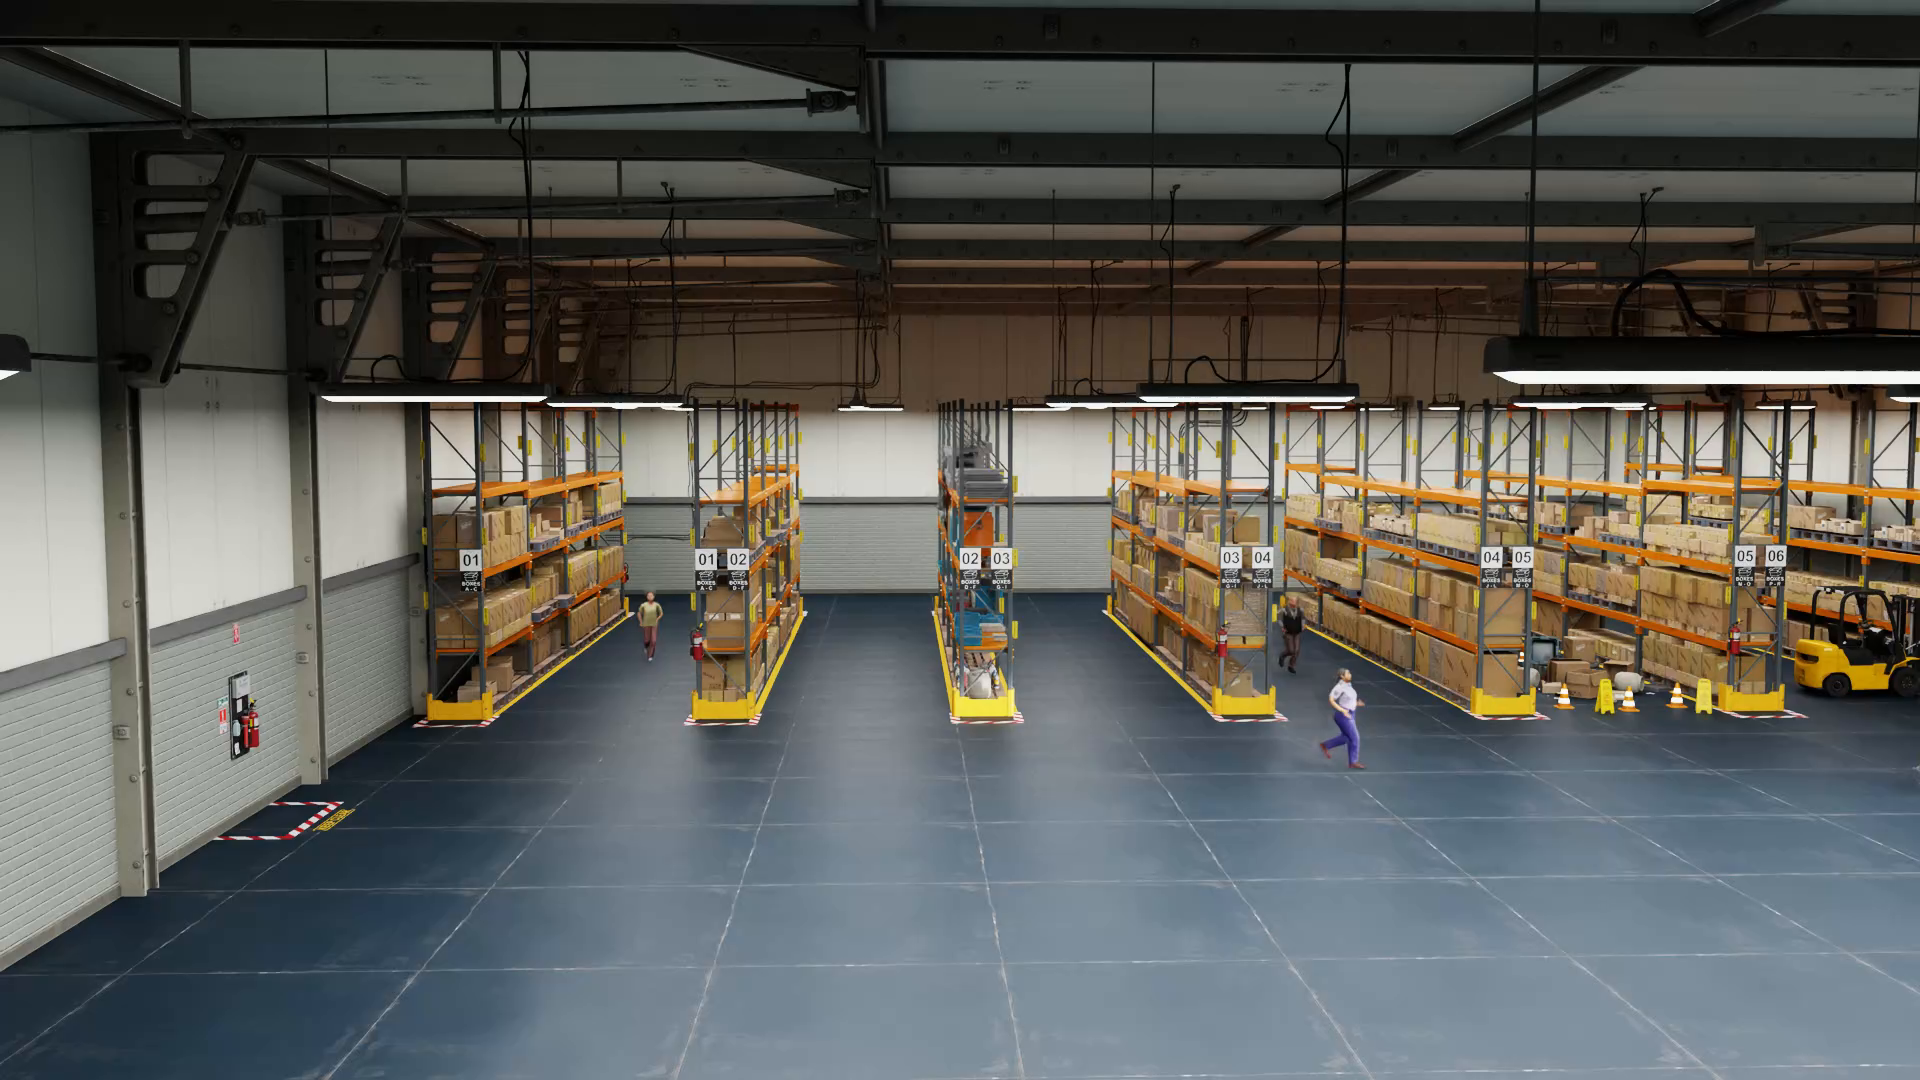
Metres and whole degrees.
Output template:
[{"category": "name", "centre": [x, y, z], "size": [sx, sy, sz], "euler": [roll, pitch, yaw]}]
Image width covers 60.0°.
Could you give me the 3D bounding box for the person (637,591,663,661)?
[{"category": "person", "centre": [-7.161, 1.993, 38.498], "size": [0.580, 1.621, 0.558], "euler": [-1, 4, -15]}]

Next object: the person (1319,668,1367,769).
[{"category": "person", "centre": [6.227, 2.870, 26.945], "size": [0.772, 1.612, 0.620], "euler": [2, 5, 27]}]

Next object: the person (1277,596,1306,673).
[{"category": "person", "centre": [7.380, 2.089, 36.906], "size": [0.656, 1.692, 0.627], "euler": [-1, 4, -9]}]
